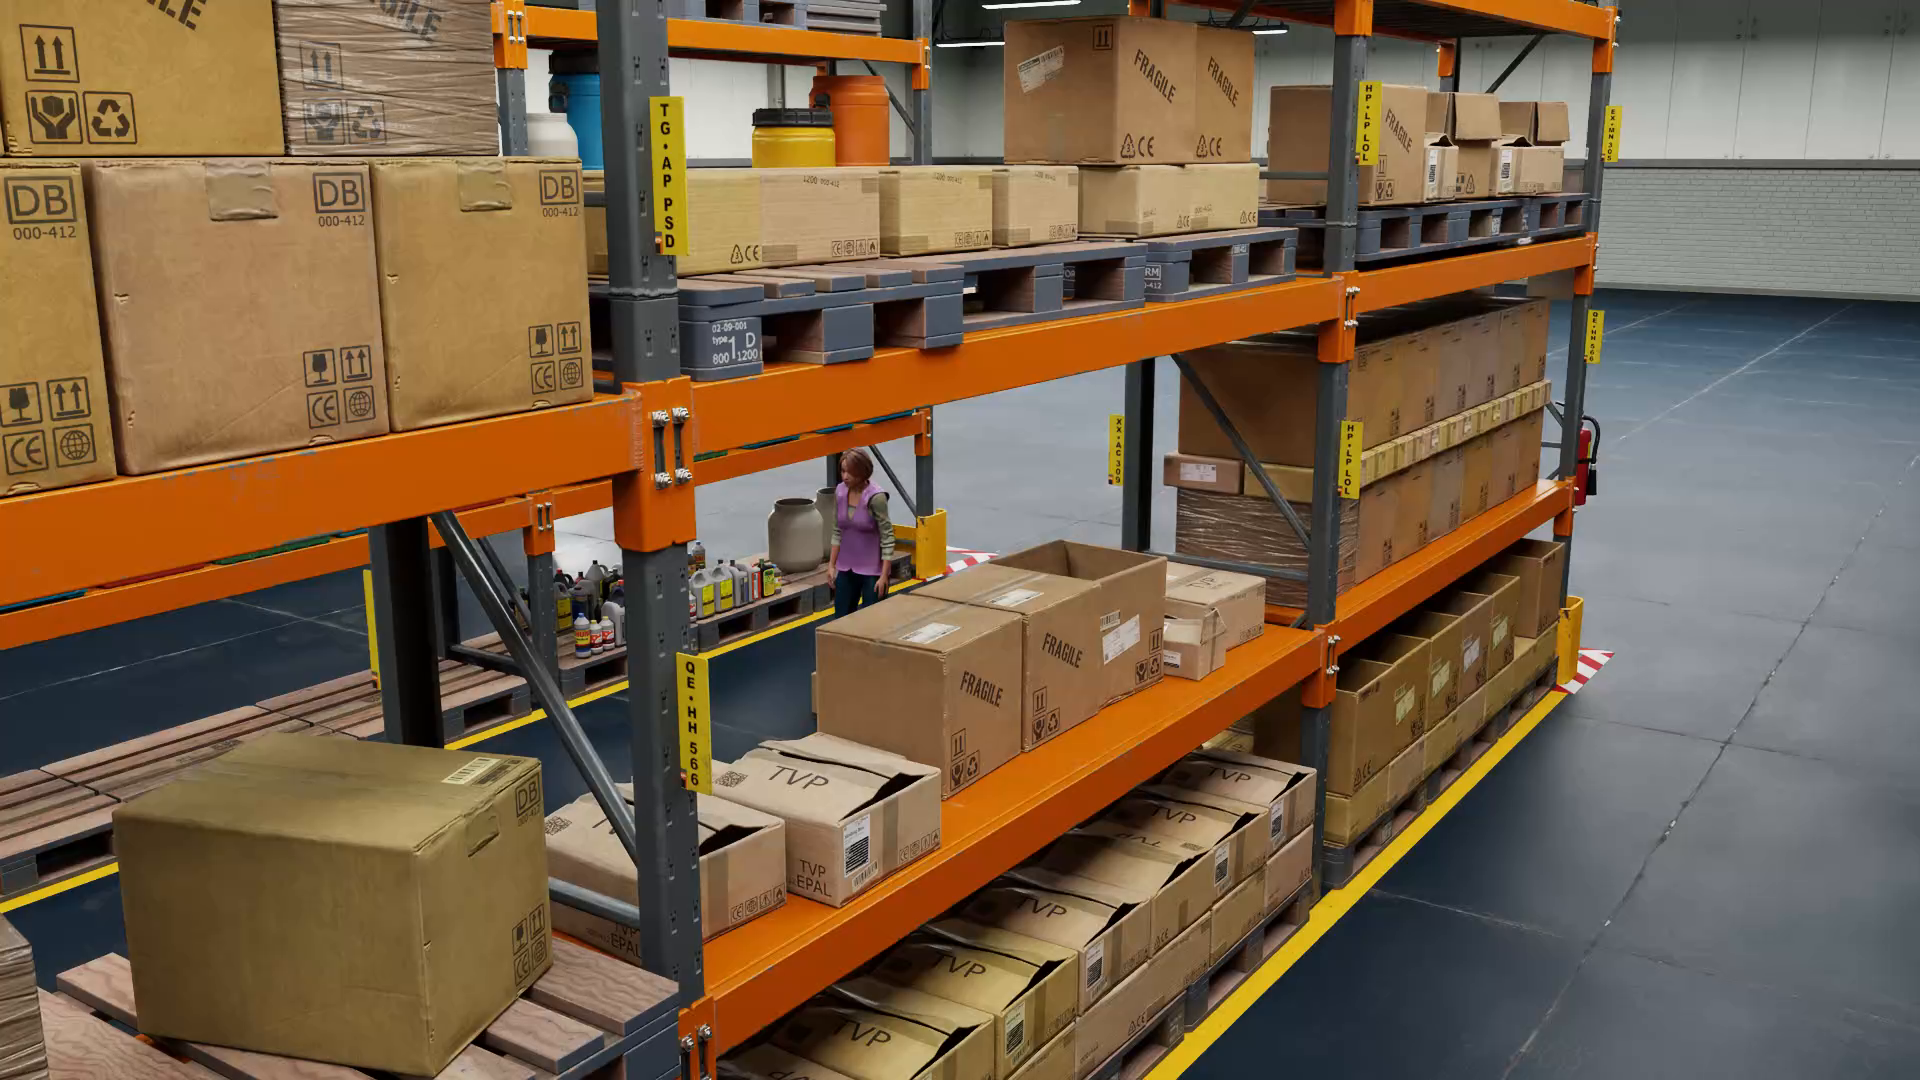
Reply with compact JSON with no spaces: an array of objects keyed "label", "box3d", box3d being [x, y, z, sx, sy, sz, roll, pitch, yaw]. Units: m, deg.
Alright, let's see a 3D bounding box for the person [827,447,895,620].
[{"label":"person","box3d":[-0.599,0.213,10.103,0.461,1.593,0.343,9,16,33]}]
